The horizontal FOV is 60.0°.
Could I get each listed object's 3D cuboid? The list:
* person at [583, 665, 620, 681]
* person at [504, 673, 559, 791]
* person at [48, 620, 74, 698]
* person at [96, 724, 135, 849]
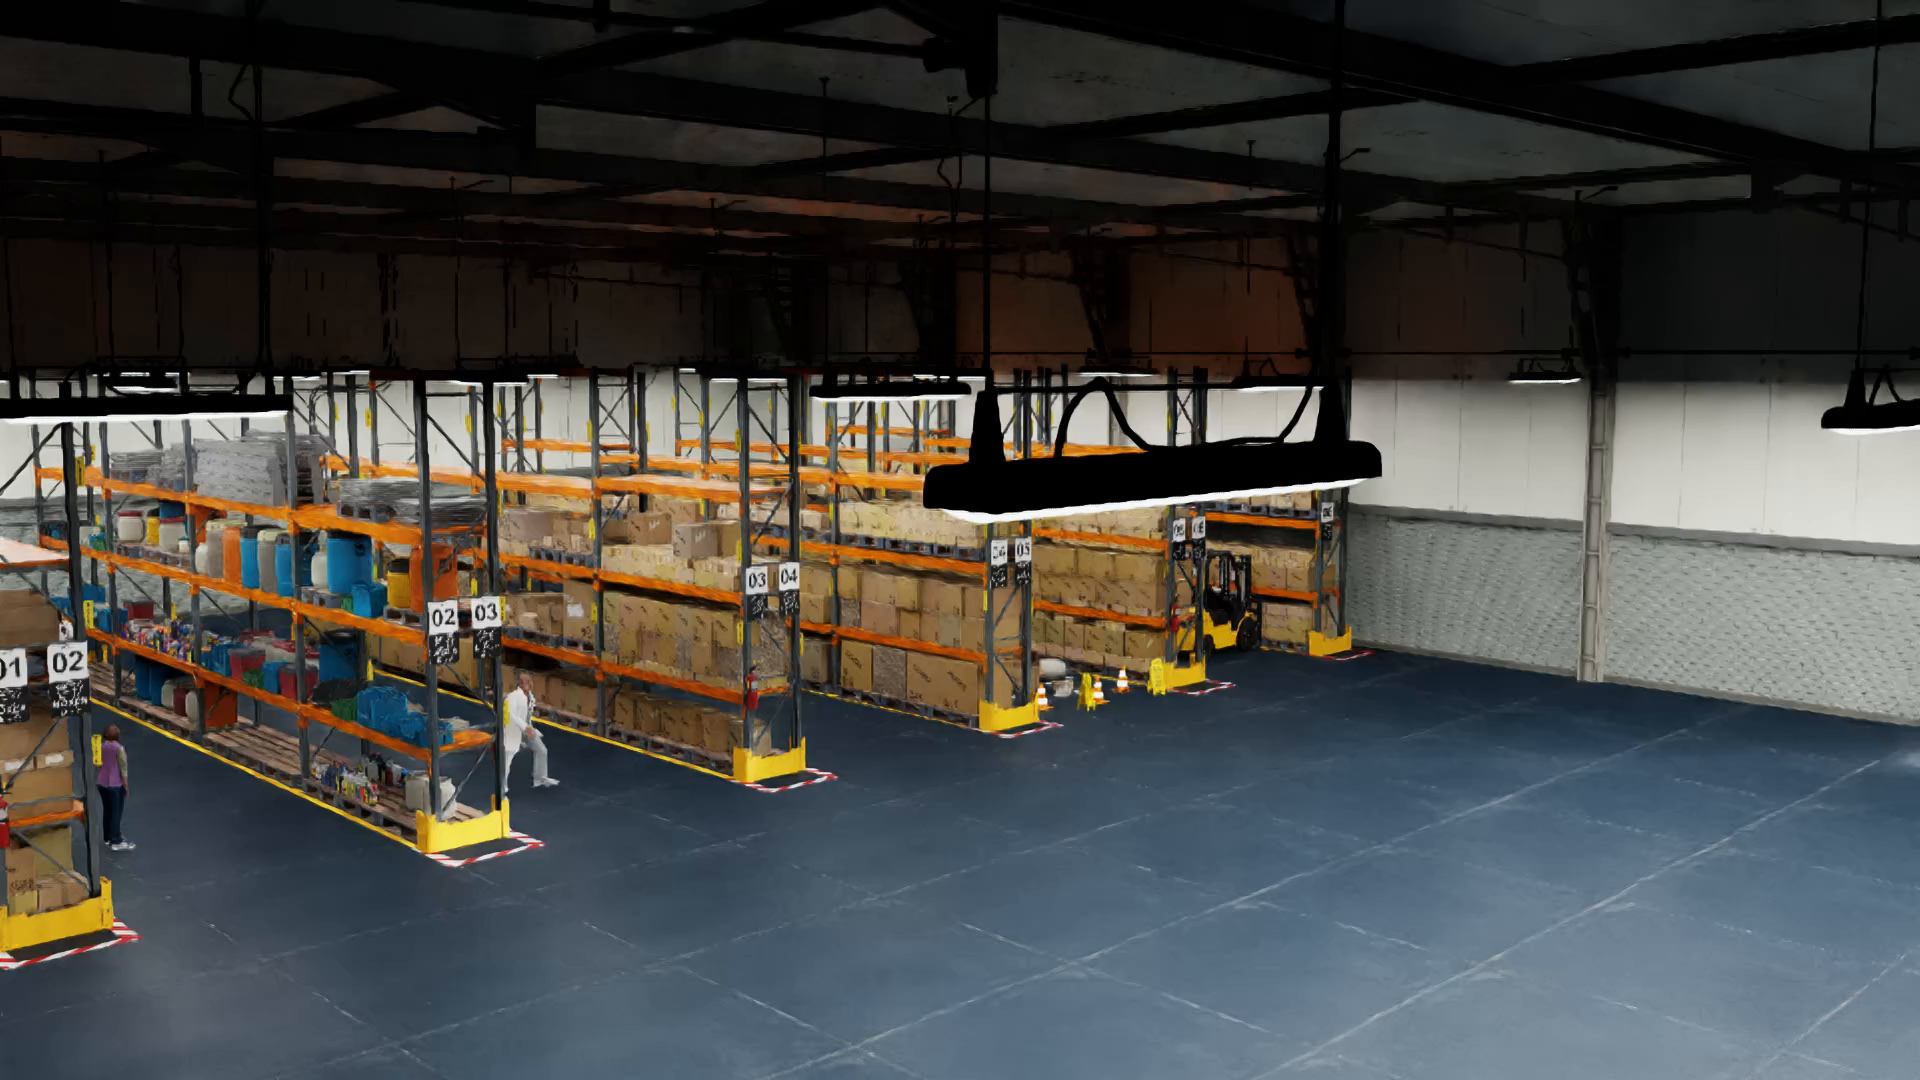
[{"bbox_3d":[-6.754,1.999,31.222,1.017,1.605,0.443,5,8,37],"label":"person"},{"bbox_3d":[-6.349,2.814,24.038,0.811,1.621,0.717,3,7,24],"label":"person"},{"bbox_3d":[-16.413,2.042,30.294,0.566,1.699,0.942,-3,7,-28],"label":"person"},{"bbox_3d":[-10.780,3.132,21.227,0.504,1.603,0.419,2,7,19],"label":"person"}]
